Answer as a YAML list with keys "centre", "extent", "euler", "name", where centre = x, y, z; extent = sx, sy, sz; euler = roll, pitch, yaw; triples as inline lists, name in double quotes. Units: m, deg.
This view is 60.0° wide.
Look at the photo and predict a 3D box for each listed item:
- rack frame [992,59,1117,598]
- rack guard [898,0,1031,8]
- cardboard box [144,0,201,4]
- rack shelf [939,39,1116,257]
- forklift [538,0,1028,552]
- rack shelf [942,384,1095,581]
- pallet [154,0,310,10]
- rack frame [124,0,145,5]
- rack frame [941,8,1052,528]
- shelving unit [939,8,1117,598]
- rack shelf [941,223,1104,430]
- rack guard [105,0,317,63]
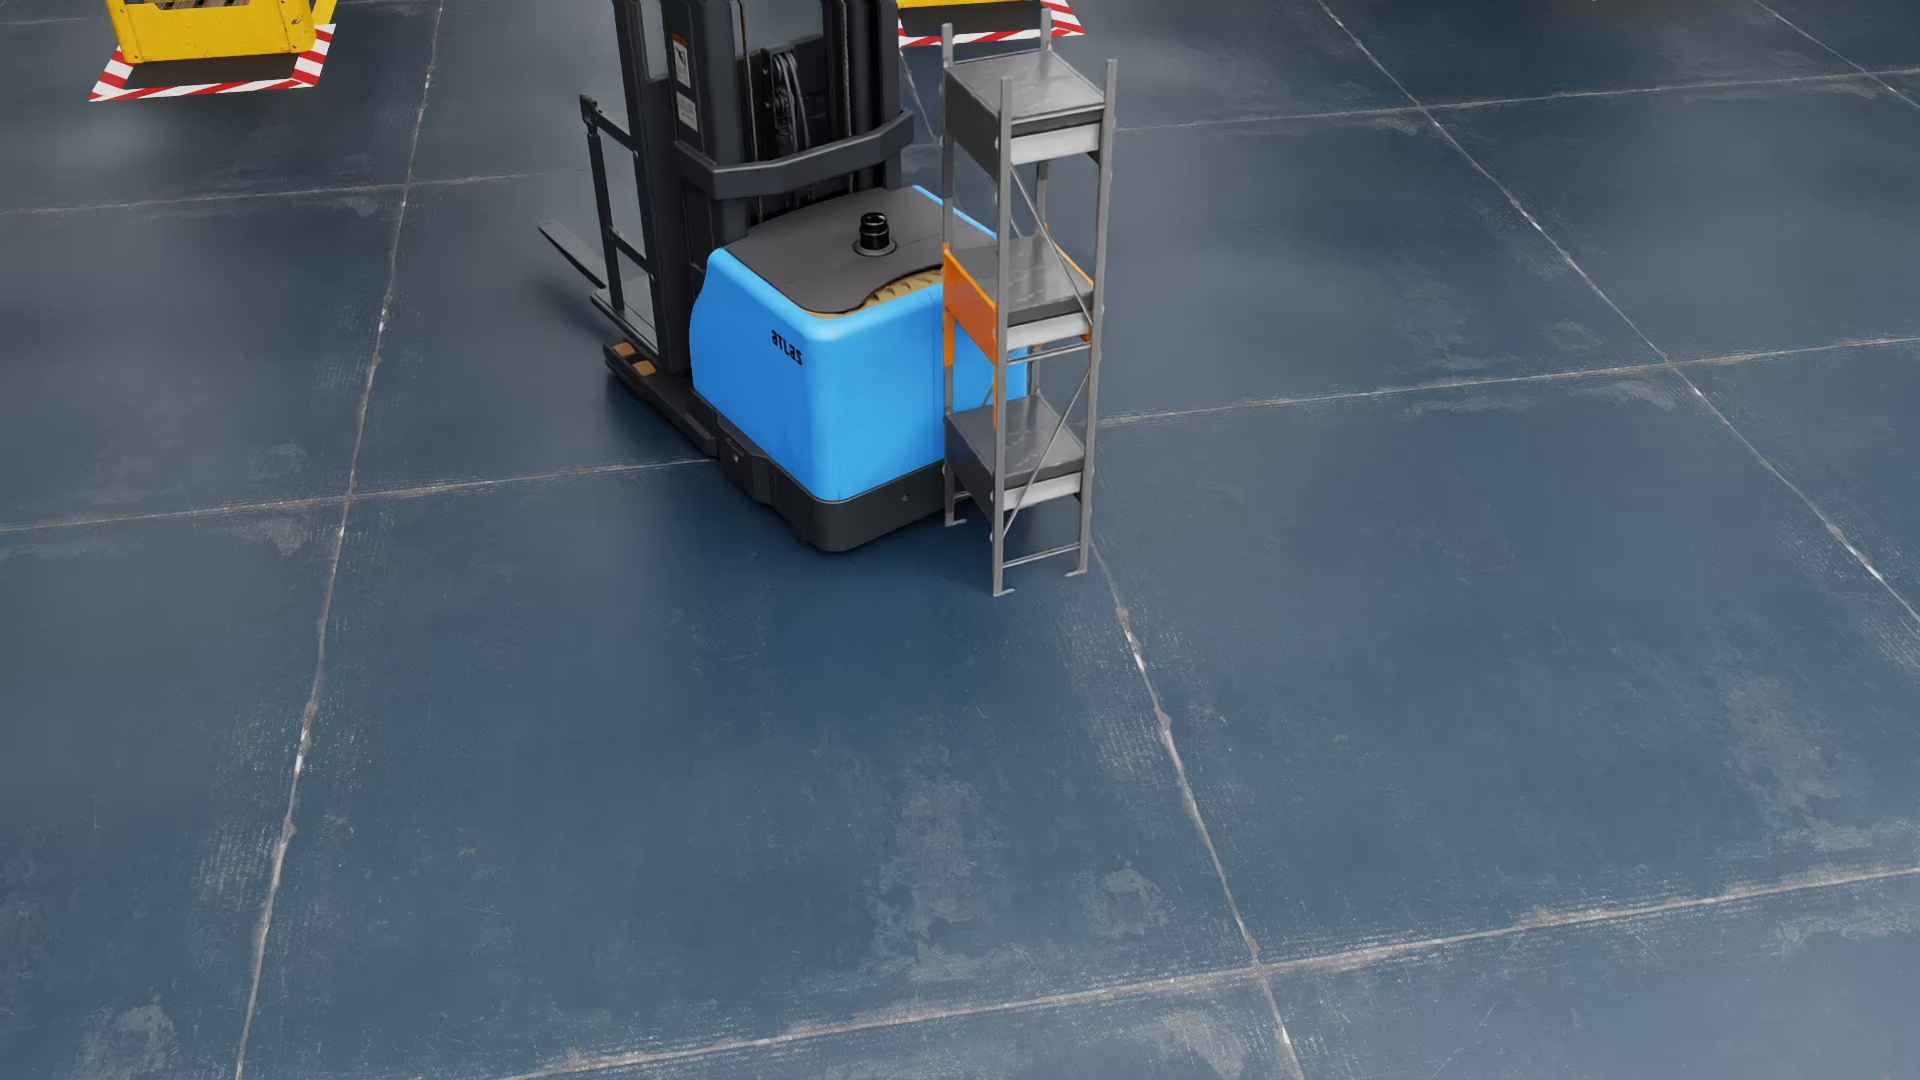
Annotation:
- centre: [0.314, -0.655, 5.882]
  extent: [0.400, 2.100, 0.015]
  euler: [-14, 40, -18]
  name: "rack frame"
- centre: [-0.026, -4.010, 11.504]
  extent: [1.175, 0.500, 0.348]
  euler: [-6, 38, -8]
  name: "rack guard"
- centre: [-5.229, -3.798, 11.093]
  extent: [0.500, 0.250, 0.500]
  euler: [-6, 38, -8]
  name: "cardboard box"
- centre: [0.219, -1.335, 5.638]
  extent: [0.431, 0.518, 0.480]
  euler: [-14, 40, -18]
  name: "rack shelf"
- centre: [-0.987, -1.967, 6.892]
  extent: [1.130, 2.935, 3.031]
  euler: [-24, 44, -28]
  name: "forklift"
- centre: [0.219, -0.230, 6.497]
  extent: [0.431, 0.518, 0.480]
  euler: [-14, 40, -18]
  name: "rack shelf"
- centre: [-5.019, -3.782, 11.446]
  extent: [1.003, 0.211, 1.213]
  euler: [-6, 38, -8]
  name: "pallet"
- centre: [-4.844, -4.426, 10.002]
  extent: [1.000, 3.000, 0.127]
  euler: [-6, 38, -8]
  name: "rack frame"
- centre: [0.125, -0.931, 6.237]
  extent: [0.400, 2.100, 0.015]
  euler: [-14, 40, -18]
  name: "rack frame"
- centre: [0.219, -0.793, 6.060]
  extent: [0.431, 2.100, 0.503]
  euler: [-14, 40, -18]
  name: "shelving unit"
- centre: [0.219, -0.782, 6.068]
  extent: [0.431, 0.518, 0.480]
  euler: [-14, 40, -18]
  name: "rack shelf"
- centre: [-4.839, -3.424, 10.750]
  extent: [1.175, 0.500, 0.348]
  euler: [-6, 38, -8]
  name: "rack guard"
